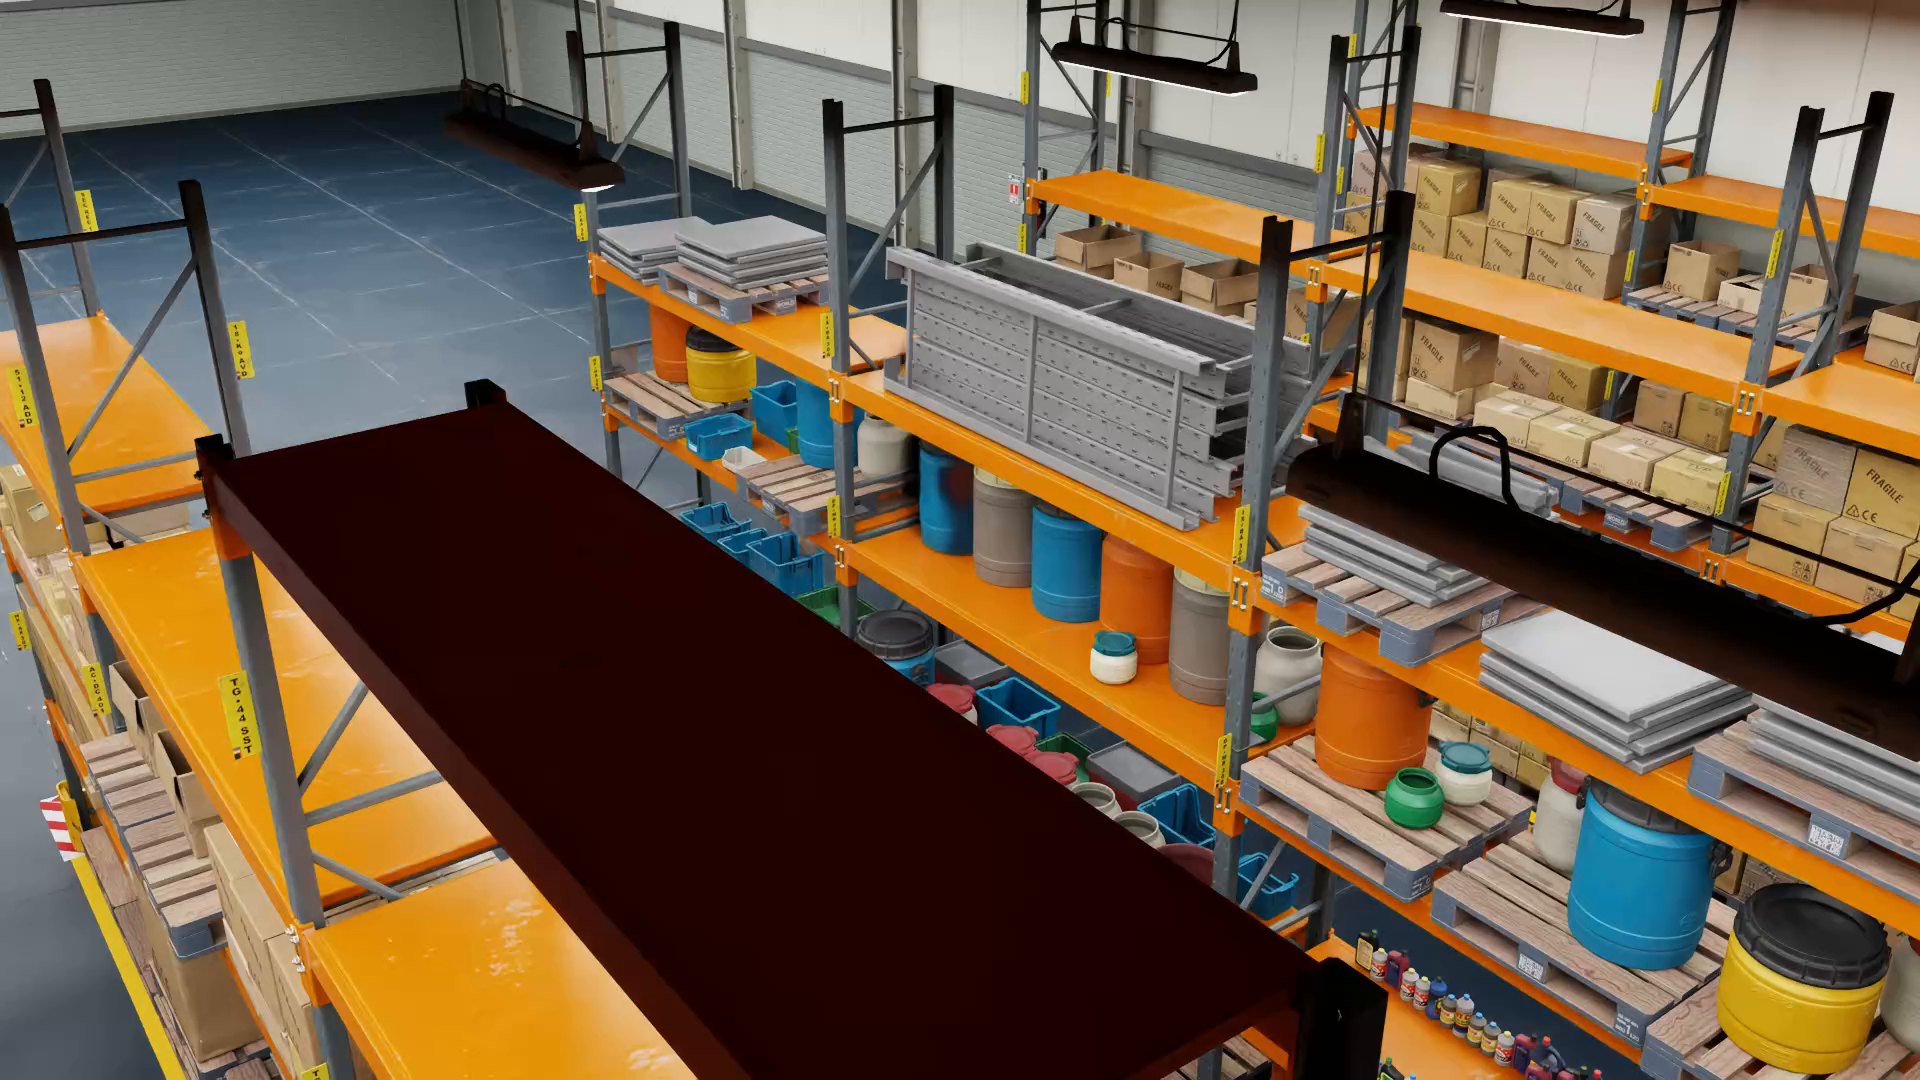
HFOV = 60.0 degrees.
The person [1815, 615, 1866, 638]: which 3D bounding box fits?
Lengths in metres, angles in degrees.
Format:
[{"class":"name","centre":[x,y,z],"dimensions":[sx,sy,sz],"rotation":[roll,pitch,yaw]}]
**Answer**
[{"class":"person","centre":[7.468,1.120,14.430],"dimensions":[0.472,1.789,0.573],"rotation":[-15,29,-29]}]

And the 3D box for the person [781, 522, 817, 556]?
[{"class":"person","centre":[-1.675,-0.093,17.146],"dimensions":[0.375,1.563,0.557],"rotation":[-17,30,-32]}]
